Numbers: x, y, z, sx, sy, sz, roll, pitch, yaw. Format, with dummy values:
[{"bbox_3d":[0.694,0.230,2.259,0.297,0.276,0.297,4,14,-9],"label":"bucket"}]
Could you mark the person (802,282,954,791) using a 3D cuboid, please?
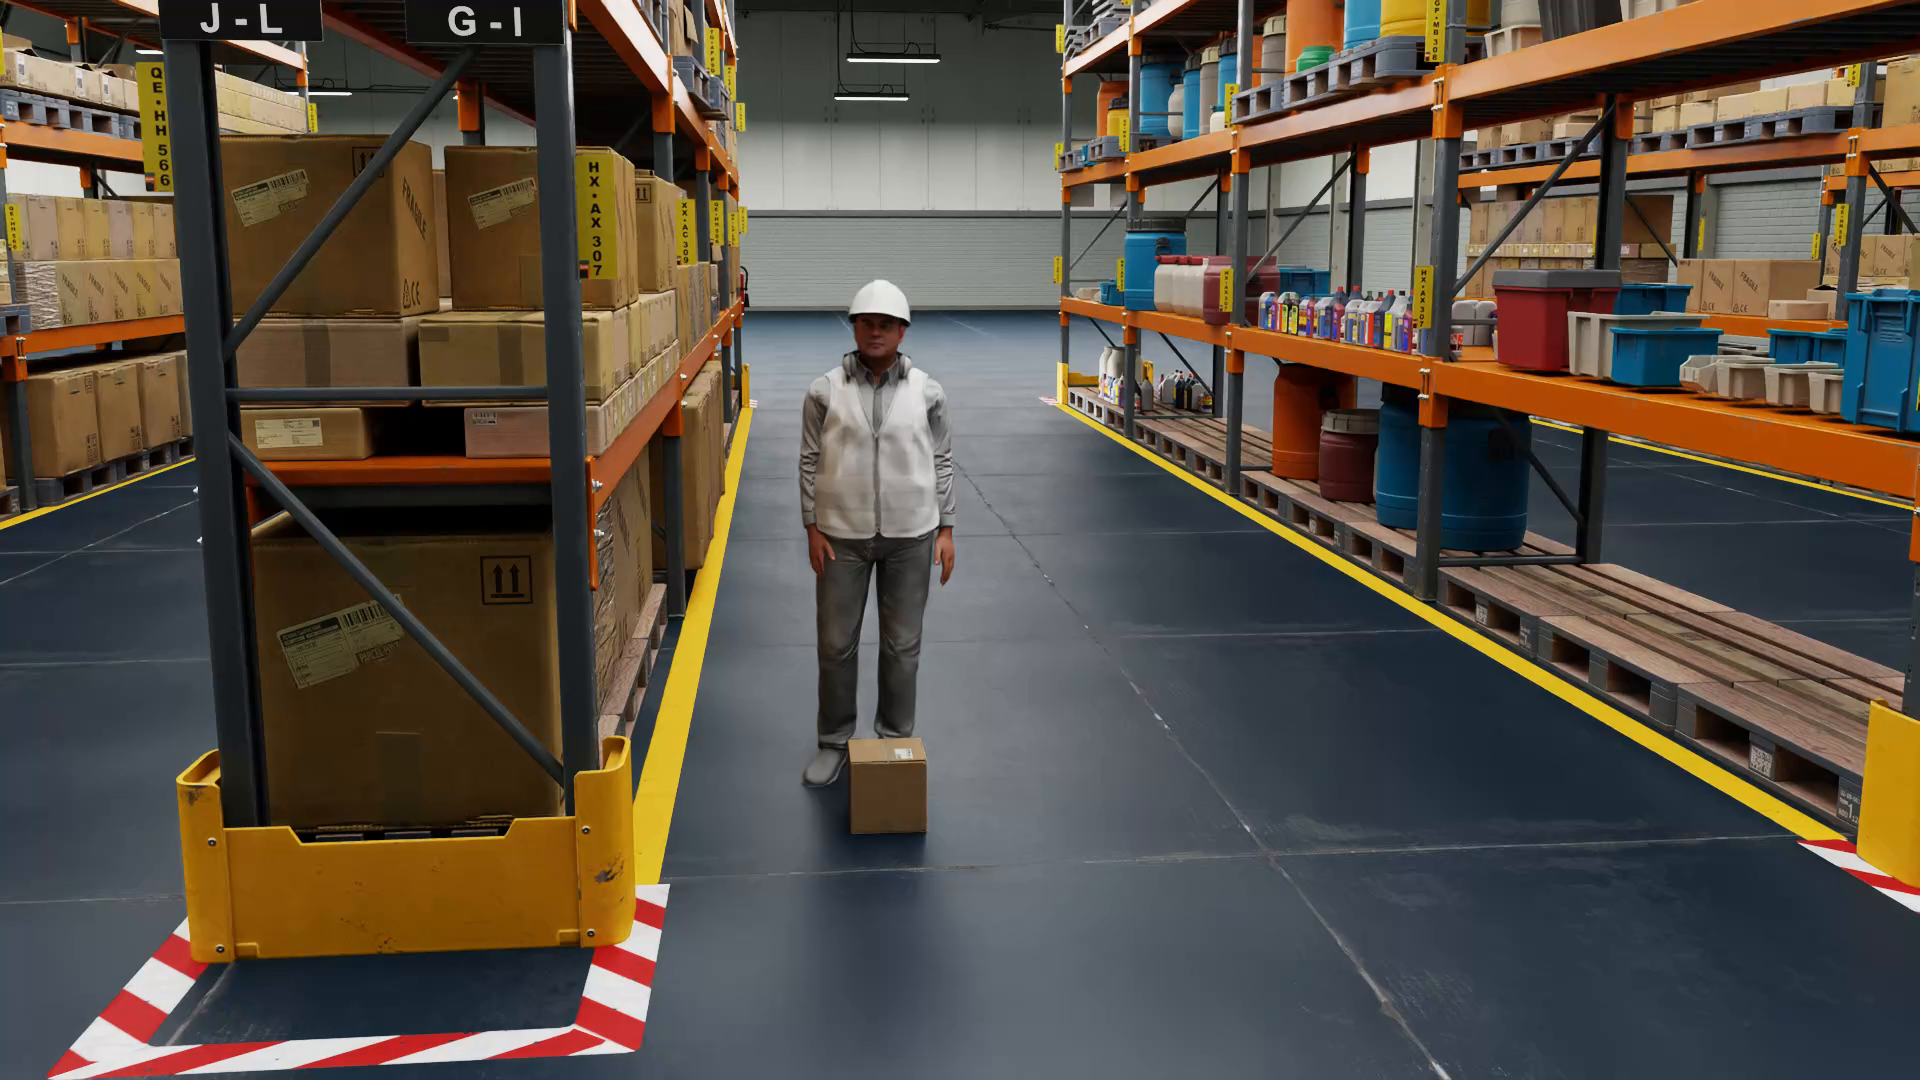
[{"bbox_3d":[-0.288,-0.010,5.901,0.538,1.785,0.358,-1,10,-6],"label":"person"}]
